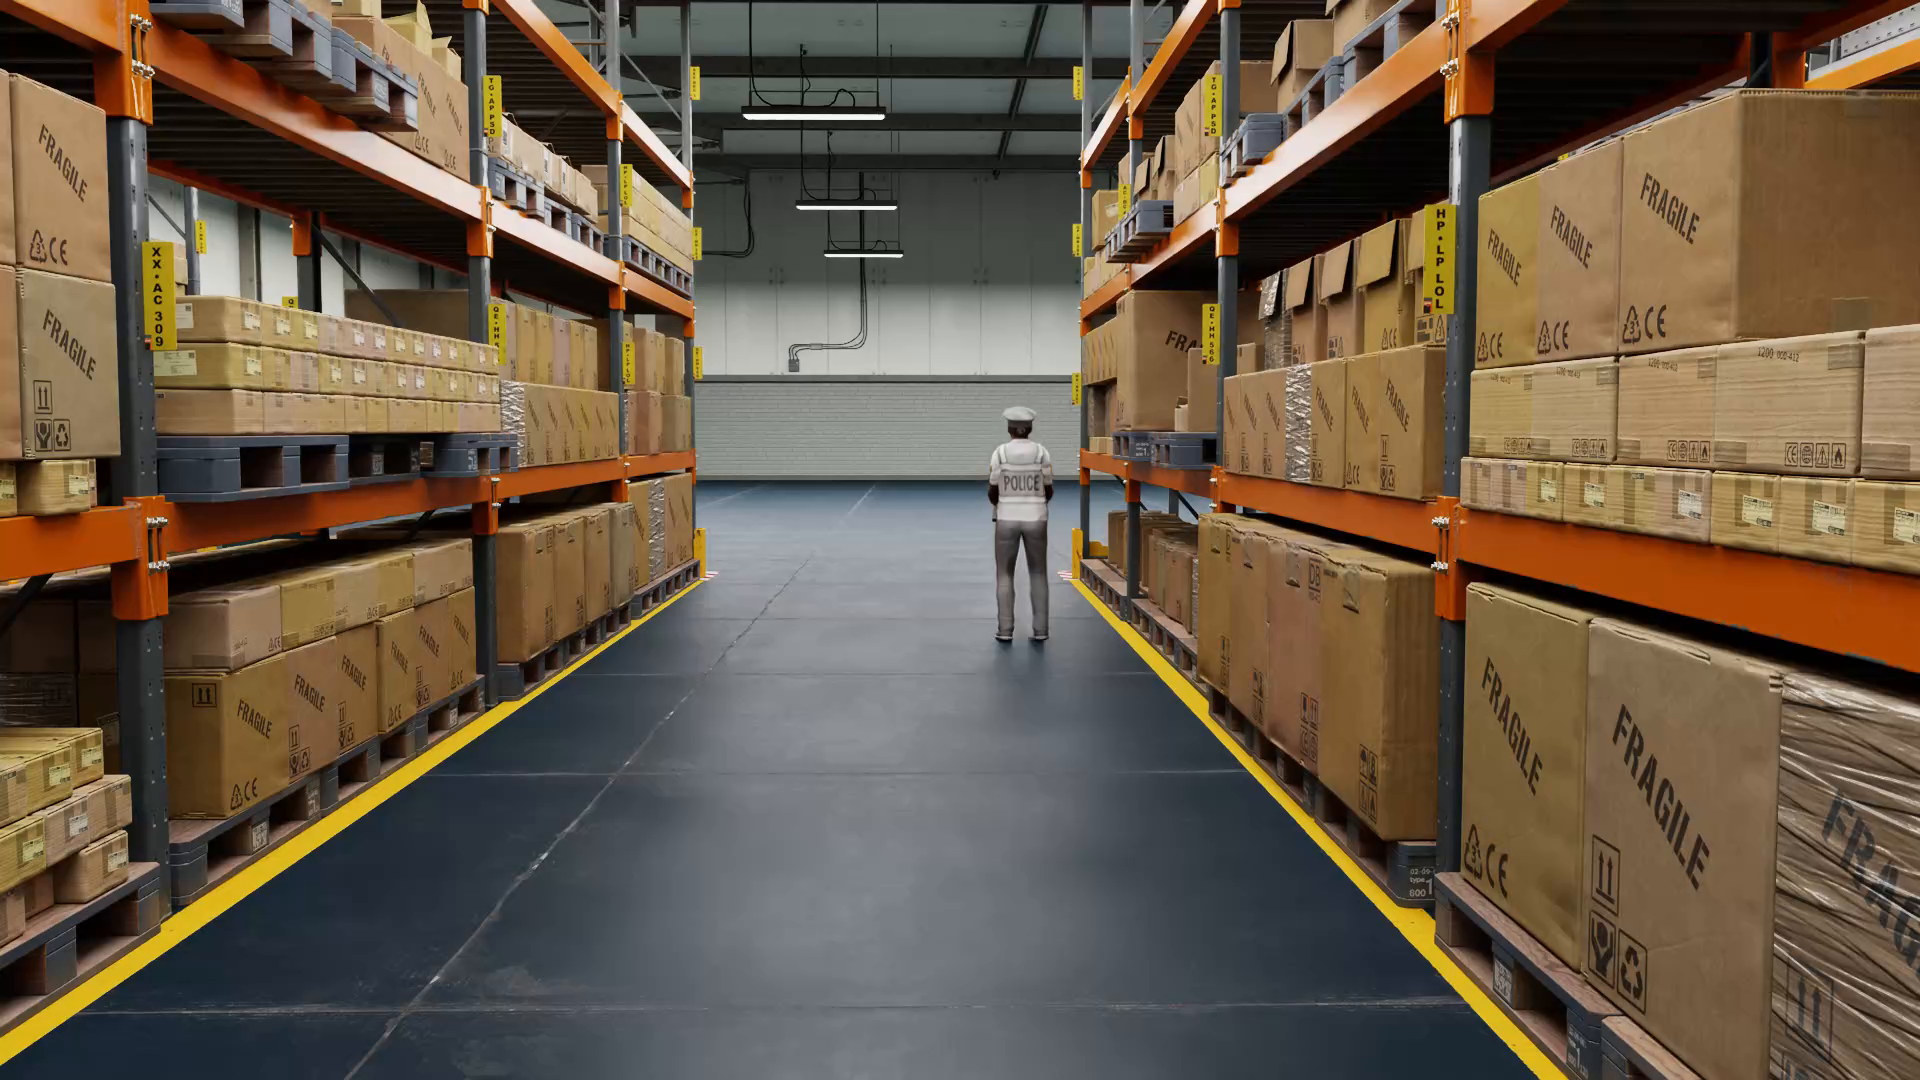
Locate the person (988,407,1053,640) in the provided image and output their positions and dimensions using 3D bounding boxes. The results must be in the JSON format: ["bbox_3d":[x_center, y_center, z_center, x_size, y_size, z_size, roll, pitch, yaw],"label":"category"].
[{"bbox_3d":[0.435,-0.122,12.075,0.473,1.690,0.448,0,4,-2],"label":"person"}]
